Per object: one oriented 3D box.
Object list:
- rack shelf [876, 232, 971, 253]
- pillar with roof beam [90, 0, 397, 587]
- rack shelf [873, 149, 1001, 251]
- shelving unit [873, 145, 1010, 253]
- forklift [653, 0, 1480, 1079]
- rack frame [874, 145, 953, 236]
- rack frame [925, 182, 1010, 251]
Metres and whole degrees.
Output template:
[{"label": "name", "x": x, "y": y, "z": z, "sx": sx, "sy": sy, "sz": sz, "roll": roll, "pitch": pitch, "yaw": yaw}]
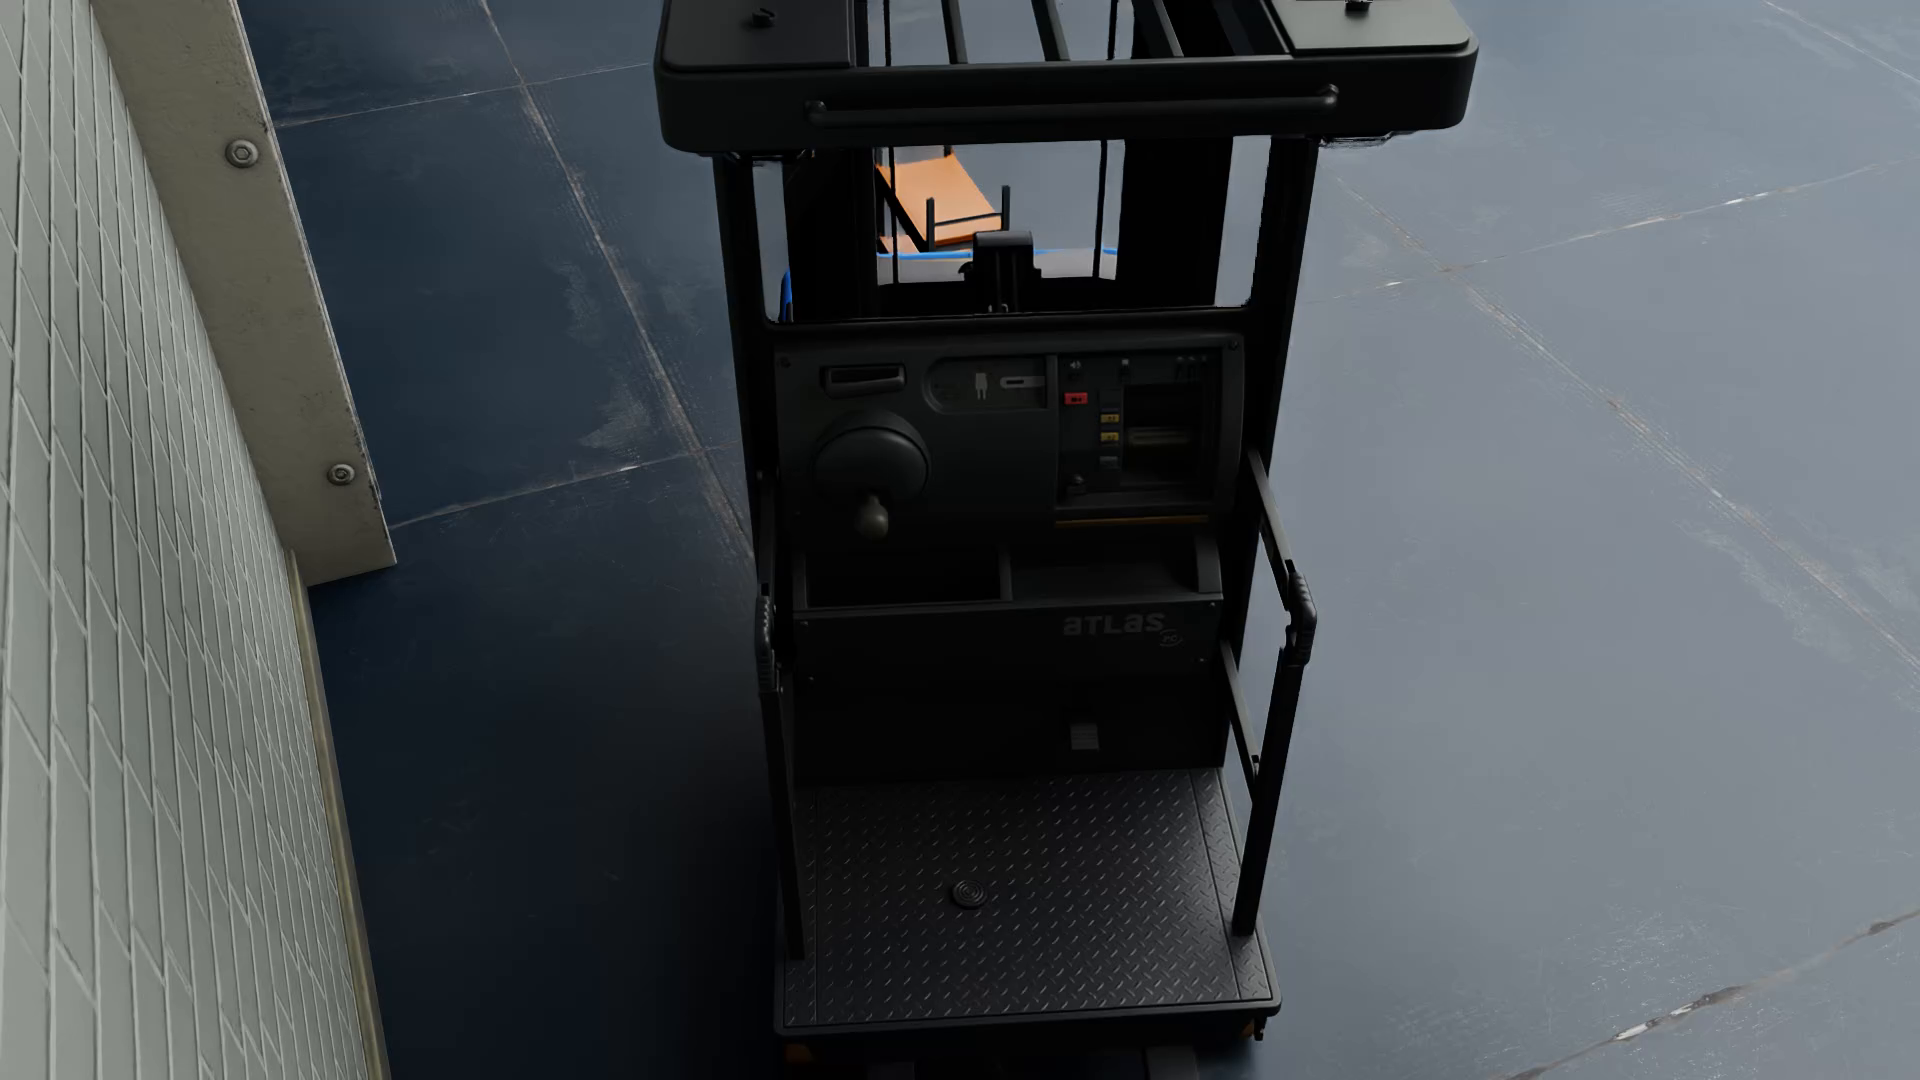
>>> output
[{"label": "rack shelf", "x": -0.058, "y": -0.762, "z": 4.976, "sx": 0.258, "sy": 0.148, "sz": 0.480, "roll": -13, "pitch": 42, "yaw": -14}, {"label": "pillar with roof beam", "x": 2.011, "y": -4.492, "z": 3.572, "sx": 9.100, "sy": 9.000, "sz": 0.400, "roll": -15, "pitch": 43, "yaw": -17}, {"label": "rack shelf", "x": -0.058, "y": -0.941, "z": 4.822, "sx": 0.258, "sy": 0.148, "sz": 0.480, "roll": -13, "pitch": 42, "yaw": -14}, {"label": "shelving unit", "x": -0.058, "y": -0.643, "z": 5.078, "sx": 0.258, "sy": 1.200, "sz": 0.503, "roll": -13, "pitch": 42, "yaw": -14}, {"label": "forklift", "x": 0.118, "y": -0.132, "z": 3.156, "sx": 1.130, "sy": 2.935, "sz": 3.031, "roll": -2, "pitch": 41, "yaw": -3}, {"label": "rack frame", "x": -0.138, "y": -0.794, "z": 5.253, "sx": 0.240, "sy": 1.200, "sz": 0.015, "roll": -13, "pitch": 42, "yaw": -14}, {"label": "rack frame", "x": 0.022, "y": -0.493, "z": 4.903, "sx": 0.240, "sy": 1.200, "sz": 0.015, "roll": -13, "pitch": 42, "yaw": -14}]
